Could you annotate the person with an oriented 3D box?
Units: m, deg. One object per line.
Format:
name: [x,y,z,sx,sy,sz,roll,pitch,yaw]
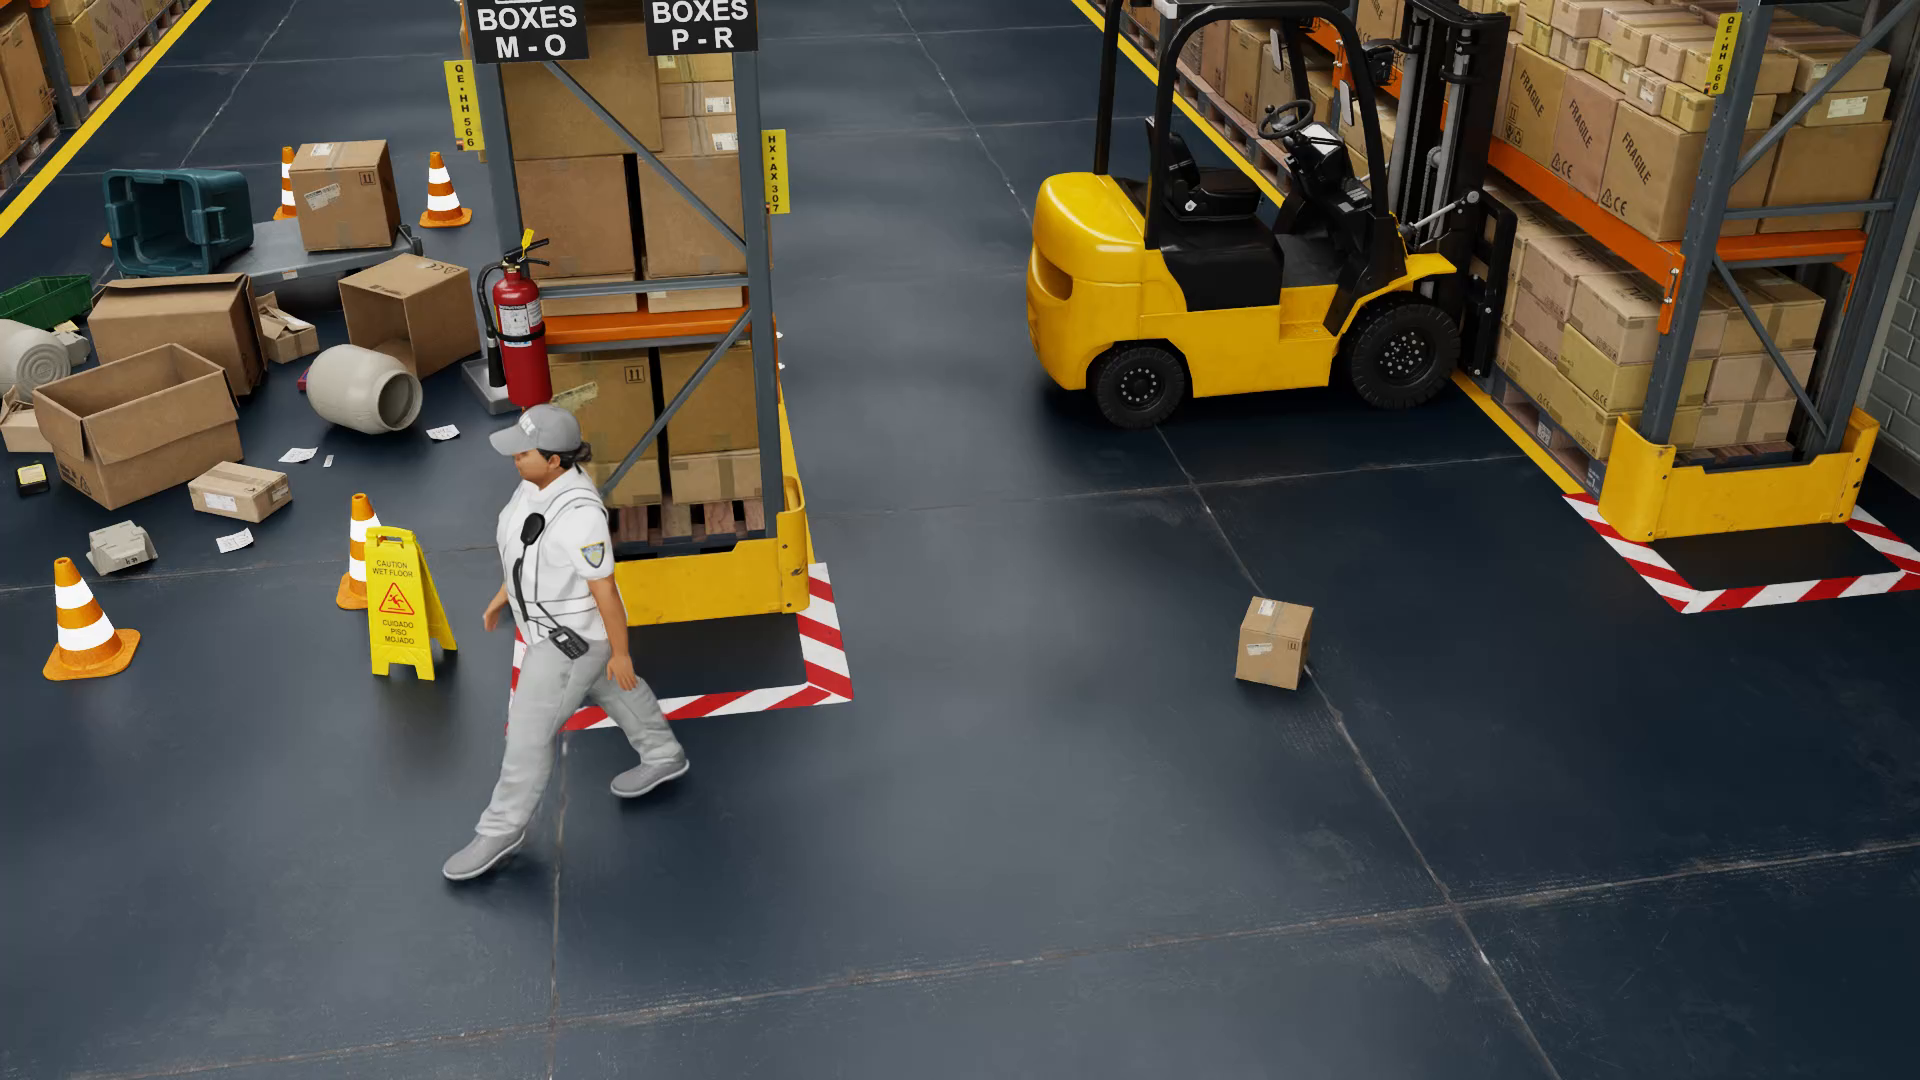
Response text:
person: [-1.419,0.289,5.621,0.921,1.619,0.517,-11,33,-18]
